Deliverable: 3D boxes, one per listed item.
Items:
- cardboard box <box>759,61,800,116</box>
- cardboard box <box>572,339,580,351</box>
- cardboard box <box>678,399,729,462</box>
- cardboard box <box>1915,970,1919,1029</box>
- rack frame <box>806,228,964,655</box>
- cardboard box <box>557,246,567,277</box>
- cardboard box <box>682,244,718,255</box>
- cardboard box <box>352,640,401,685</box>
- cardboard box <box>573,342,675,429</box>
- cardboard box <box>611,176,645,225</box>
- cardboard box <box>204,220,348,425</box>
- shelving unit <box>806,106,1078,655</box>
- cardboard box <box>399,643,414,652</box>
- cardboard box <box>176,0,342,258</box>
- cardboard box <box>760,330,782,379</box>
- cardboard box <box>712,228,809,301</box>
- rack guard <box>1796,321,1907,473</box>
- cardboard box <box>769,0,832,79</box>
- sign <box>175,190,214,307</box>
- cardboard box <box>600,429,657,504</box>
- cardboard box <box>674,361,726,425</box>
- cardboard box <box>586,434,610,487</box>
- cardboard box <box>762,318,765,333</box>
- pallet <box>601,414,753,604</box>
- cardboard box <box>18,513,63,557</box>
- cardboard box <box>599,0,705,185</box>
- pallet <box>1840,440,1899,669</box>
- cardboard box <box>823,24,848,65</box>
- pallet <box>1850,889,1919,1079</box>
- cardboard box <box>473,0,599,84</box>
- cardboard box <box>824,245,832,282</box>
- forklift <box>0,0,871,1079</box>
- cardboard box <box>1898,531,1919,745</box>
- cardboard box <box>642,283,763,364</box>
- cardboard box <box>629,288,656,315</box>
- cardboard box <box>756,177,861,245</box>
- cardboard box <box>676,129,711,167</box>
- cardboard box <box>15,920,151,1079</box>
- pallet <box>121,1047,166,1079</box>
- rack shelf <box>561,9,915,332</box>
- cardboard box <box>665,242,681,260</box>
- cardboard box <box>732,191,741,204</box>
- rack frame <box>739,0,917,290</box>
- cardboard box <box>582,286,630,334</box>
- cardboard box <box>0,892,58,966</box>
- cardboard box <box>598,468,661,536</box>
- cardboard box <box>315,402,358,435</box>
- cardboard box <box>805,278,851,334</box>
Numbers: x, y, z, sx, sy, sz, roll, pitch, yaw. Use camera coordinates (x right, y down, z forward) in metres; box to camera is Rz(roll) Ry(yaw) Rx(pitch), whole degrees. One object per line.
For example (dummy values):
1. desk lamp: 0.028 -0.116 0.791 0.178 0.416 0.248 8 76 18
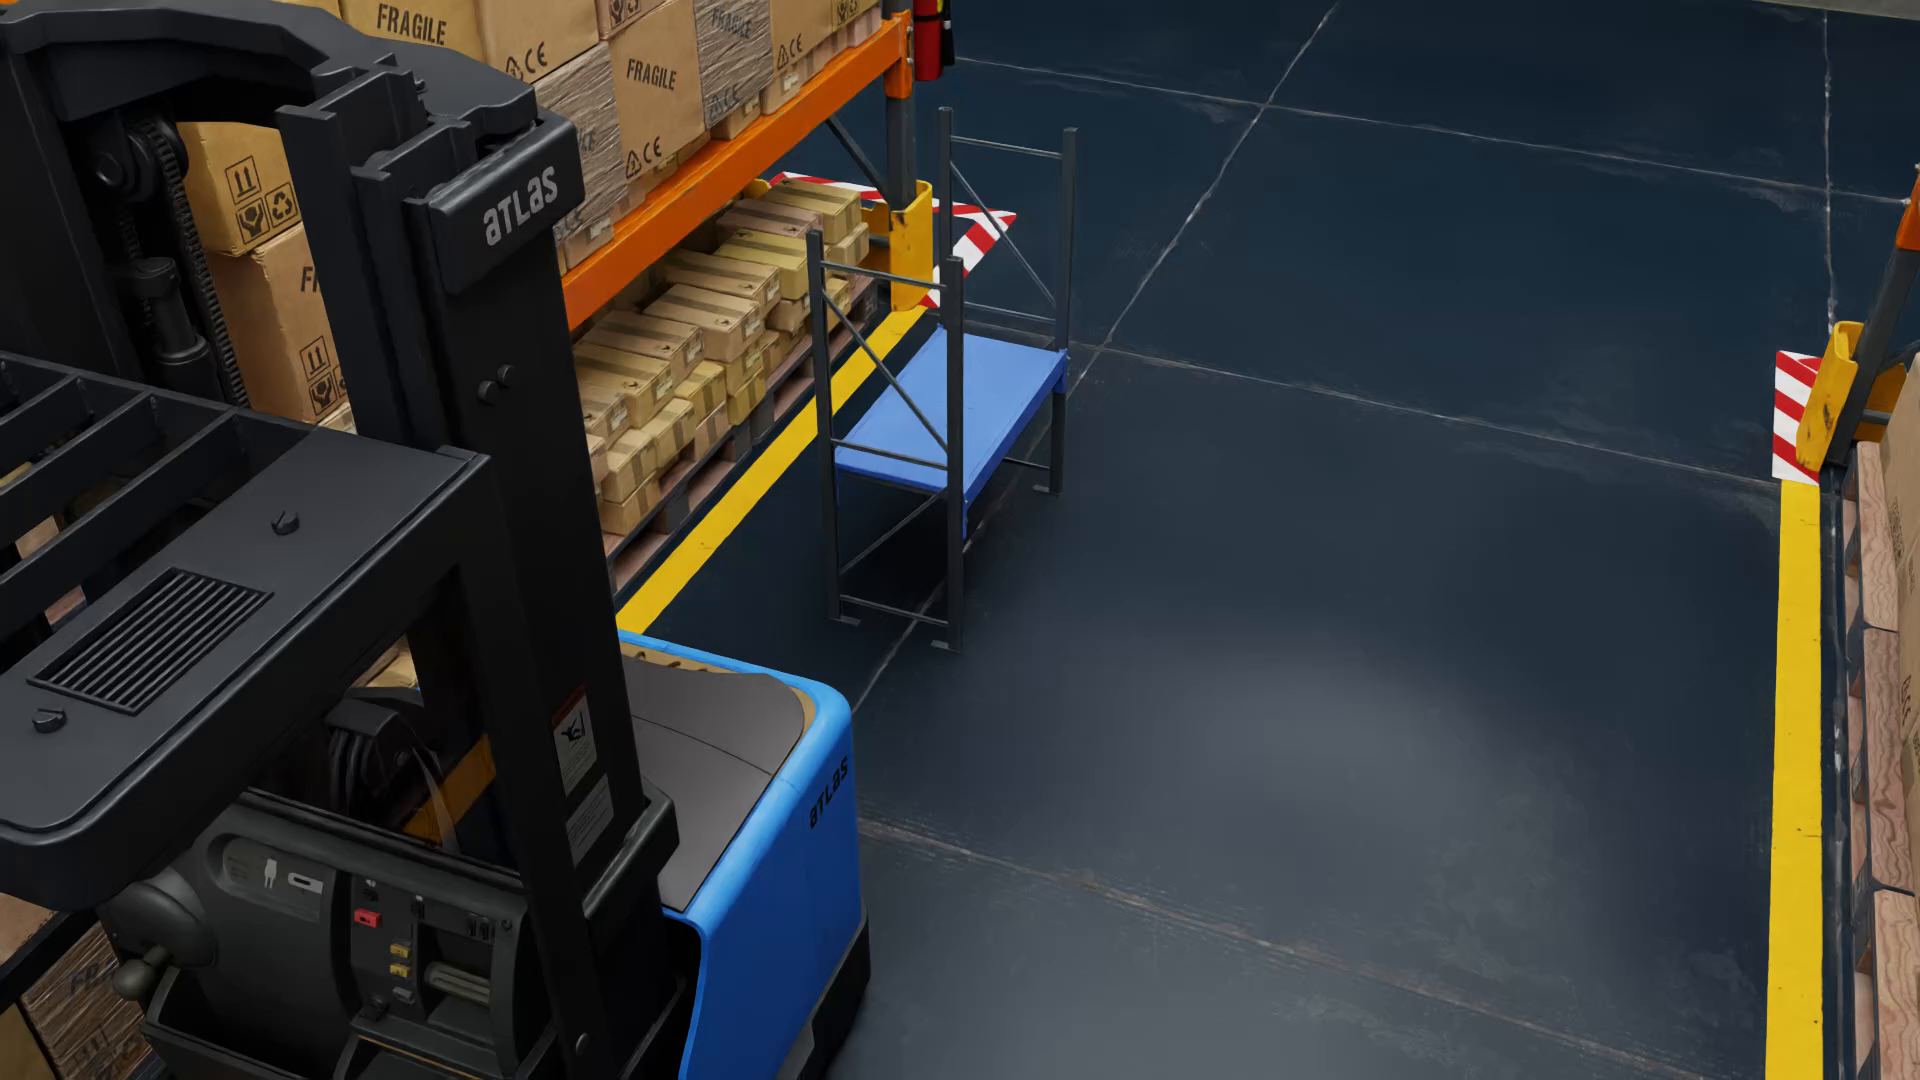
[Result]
1. cardboard box: -0.832 -1.746 6.290 0.380 0.149 0.250 15 39 19
2. cardboard box: -1.564 -0.683 6.441 0.380 0.149 0.250 16 40 20
3. cardboard box: -1.119 -0.463 6.394 0.380 0.149 0.250 15 39 19
4. cardboard box: 2.749 1.312 3.779 0.875 0.438 0.875 13 39 17
5. rack frame: -0.226 -0.272 5.361 0.500 1.500 0.032 14 39 18
6. cardboard box: -1.447 -0.870 5.118 0.380 0.149 0.250 15 39 19
7. cardboard box: -1.277 -1.284 7.245 0.380 0.149 0.250 14 39 18
8. cardboard box: -1.883 0.297 4.880 0.380 0.149 0.250 15 39 20
9. cardboard box: -1.265 -0.562 6.030 0.380 0.149 0.250 14 39 18
10. cardboard box: -1.280 -1.175 5.527 0.380 0.149 0.250 15 39 19
11. cardboard box: -1.784 -0.671 4.310 0.500 0.500 0.500 13 39 17
12. shelving unit: -0.032 -0.553 5.738 0.538 1.500 1.048 14 39 18
13. cardboard box: -1.758 0.272 5.163 0.380 0.149 0.250 14 39 18
14. cardboard box: -1.808 -1.049 3.980 0.500 0.500 0.500 15 39 19
15. cardboard box: -0.957 -0.765 6.798 0.380 0.149 0.250 14 39 18
16. cardboard box: -0.780 -1.125 6.783 0.380 0.149 0.250 13 39 17
17. rack guard: 3.942 -0.450 6.434 1.175 0.500 0.348 14 39 18
18. cardboard box: -0.817 -2.077 6.191 0.500 0.500 0.500 13 39 17
19. sign: -1.691 -0.634 3.625 0.100 0.325 0.005 14 39 18
20. cardboard box: -1.313 -0.292 5.918 0.380 0.149 0.250 14 39 17
21. cardboard box: -1.116 -0.582 6.305 0.380 0.149 0.250 16 40 20
22. cardboard box: -1.422 -0.265 5.632 0.380 0.149 0.250 15 39 19
23. cardboard box: -1.014 -0.884 6.709 0.380 0.149 0.250 13 39 17
24. pallet: -1.520 -0.235 6.389 1.003 0.211 1.213 14 39 18
25. cardboard box: -2.173 -0.097 3.734 0.380 0.149 0.250 13 39 17
26. cardboard box: -1.201 -1.520 5.447 0.500 0.500 0.500 16 40 20
27. pallet: 3.701 0.140 5.887 1.003 0.211 1.213 14 39 18
28. cardboard box: -0.675 -2.035 6.676 0.380 0.149 0.250 14 39 18
29. pallet: 2.772 1.491 4.079 1.003 0.211 1.213 14 39 18
30. cardboard box: -1.405 -1.611 4.733 0.500 0.500 0.500 14 39 18
31. cardboard box: -0.770 -1.165 7.085 0.380 0.149 0.250 13 39 17
32. forklift: -1.248 0.762 2.782 1.130 2.935 3.031 13 39 17
33. cardboard box: 3.434 0.317 5.109 0.875 0.438 0.875 15 39 19
34. cardboard box: -0.988 -0.834 6.394 0.380 0.149 0.250 15 39 19
35. cardboard box: -1.486 -1.011 6.880 0.380 0.149 0.250 15 39 19
36. cardboard box: -0.651 -1.423 7.182 0.380 0.149 0.250 14 39 18
37. cardboard box: -1.118 -1.471 5.922 0.380 0.149 0.250 12 38 16
38. cardboard box: -2.254 1.006 4.136 0.500 0.500 0.500 13 39 17
39. pallet: -2.500 1.254 4.396 1.003 0.211 1.213 14 39 18
40. rack shelf: -1.444 -1.114 5.835 1.077 0.370 4.000 14 39 18
41. cardboard box: -1.405 -1.271 6.978 0.380 0.149 0.250 14 39 18
42. cardboard box: -1.197 -1.561 7.367 0.380 0.149 0.250 12 38 16
43. rack frame: -0.684 -2.509 7.102 1.000 3.000 0.127 14 39 18
44. cardboard box: -1.537 -0.963 6.567 0.380 0.149 0.250 15 39 20
45. cardboard box: -2.255 0.708 3.908 0.500 0.250 0.500 13 39 17
46. cardboard box: -1.314 -0.177 6.012 0.380 0.149 0.250 13 39 17
47. cardboard box: -1.795 -0.276 4.324 0.380 0.149 0.250 15 39 19
48. cardboard box: -0.695 -1.031 7.155 0.380 0.149 0.250 15 39 19
